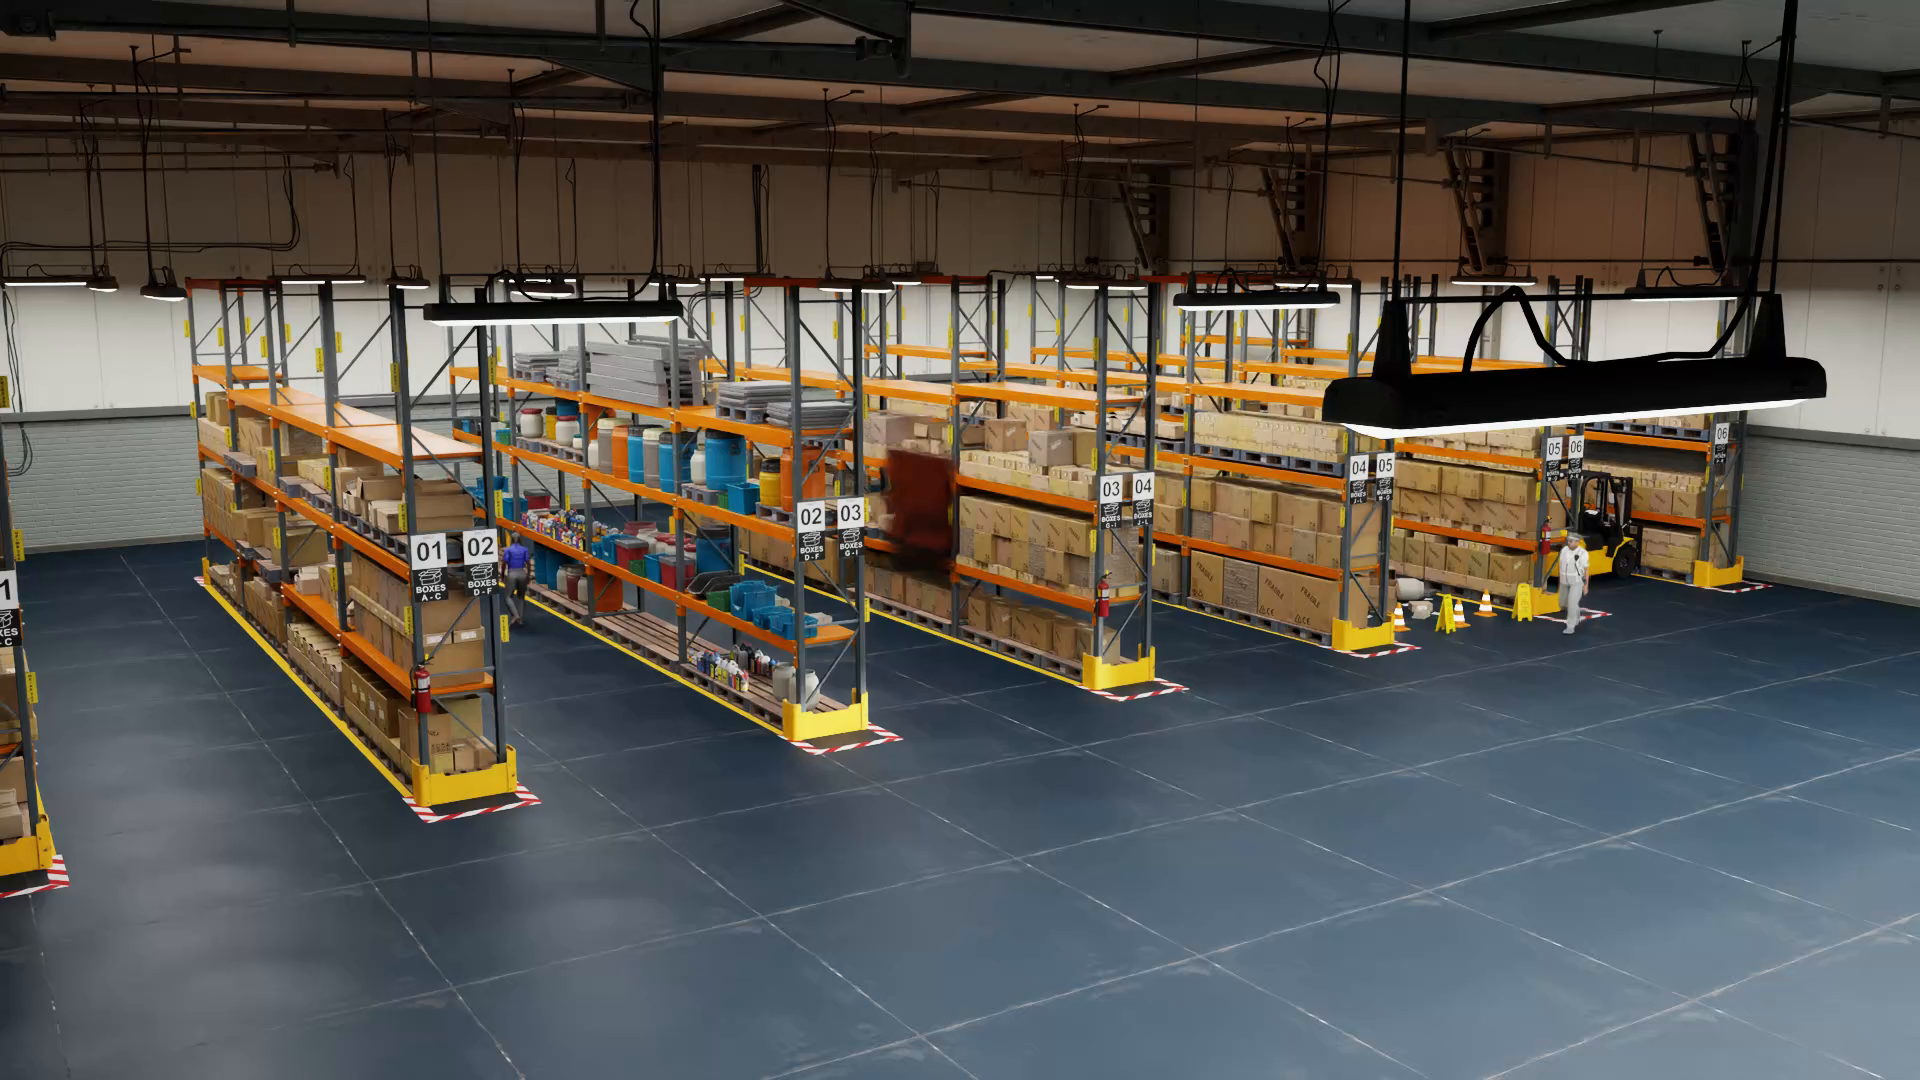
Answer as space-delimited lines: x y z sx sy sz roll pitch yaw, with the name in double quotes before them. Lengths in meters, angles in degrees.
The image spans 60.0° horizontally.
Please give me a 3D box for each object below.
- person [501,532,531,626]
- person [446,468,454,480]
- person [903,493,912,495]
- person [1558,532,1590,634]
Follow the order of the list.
"person" -7.714 0.700 28.991 0.533 1.624 0.630 -6 11 -30
"person" -11.384 -0.737 37.037 0.946 1.749 0.577 1 10 5
"person" -1.103 -0.167 33.948 0.506 1.601 1.032 -5 11 -28
"person" 10.542 0.702 28.519 0.776 1.734 0.558 -8 13 -41
